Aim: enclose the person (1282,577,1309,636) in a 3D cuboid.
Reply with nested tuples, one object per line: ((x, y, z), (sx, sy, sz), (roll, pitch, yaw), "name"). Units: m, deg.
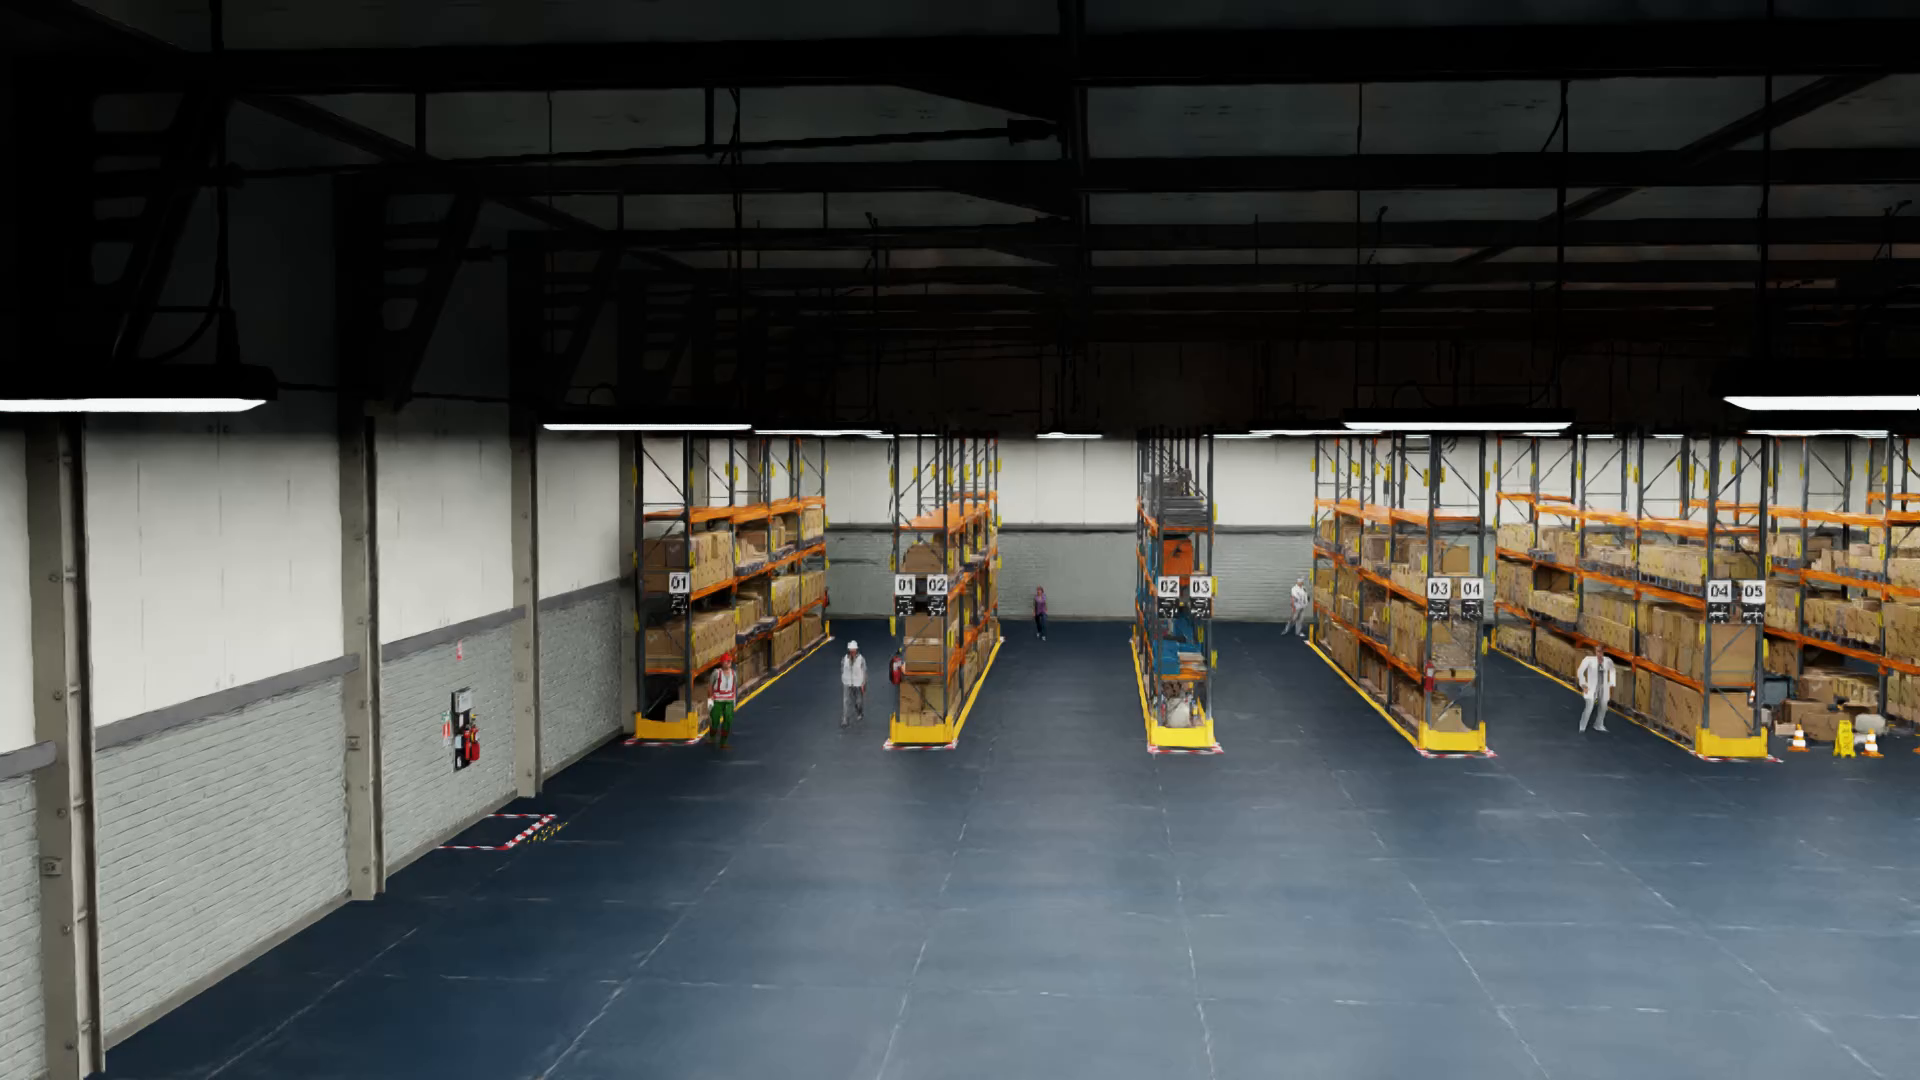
((9.780, 1.937, 48.573), (0.737, 1.742, 0.554), (-3, 4, -37), "person")

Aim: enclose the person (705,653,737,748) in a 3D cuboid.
((-4.443, 2.979, 30.941), (0.587, 1.777, 0.566), (-2, 4, -30), "person")

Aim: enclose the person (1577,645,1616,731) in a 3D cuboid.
((12.493, 2.898, 32.666), (0.729, 1.733, 0.546), (0, 3, 3), "person")

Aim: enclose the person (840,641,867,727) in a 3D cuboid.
((-2.128, 2.857, 33.358), (0.543, 1.700, 1.119), (0, 3, 3), "person")

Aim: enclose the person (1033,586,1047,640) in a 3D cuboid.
((2.294, 2.080, 47.785), (0.417, 1.517, 1.037), (0, 3, 7), "person")
